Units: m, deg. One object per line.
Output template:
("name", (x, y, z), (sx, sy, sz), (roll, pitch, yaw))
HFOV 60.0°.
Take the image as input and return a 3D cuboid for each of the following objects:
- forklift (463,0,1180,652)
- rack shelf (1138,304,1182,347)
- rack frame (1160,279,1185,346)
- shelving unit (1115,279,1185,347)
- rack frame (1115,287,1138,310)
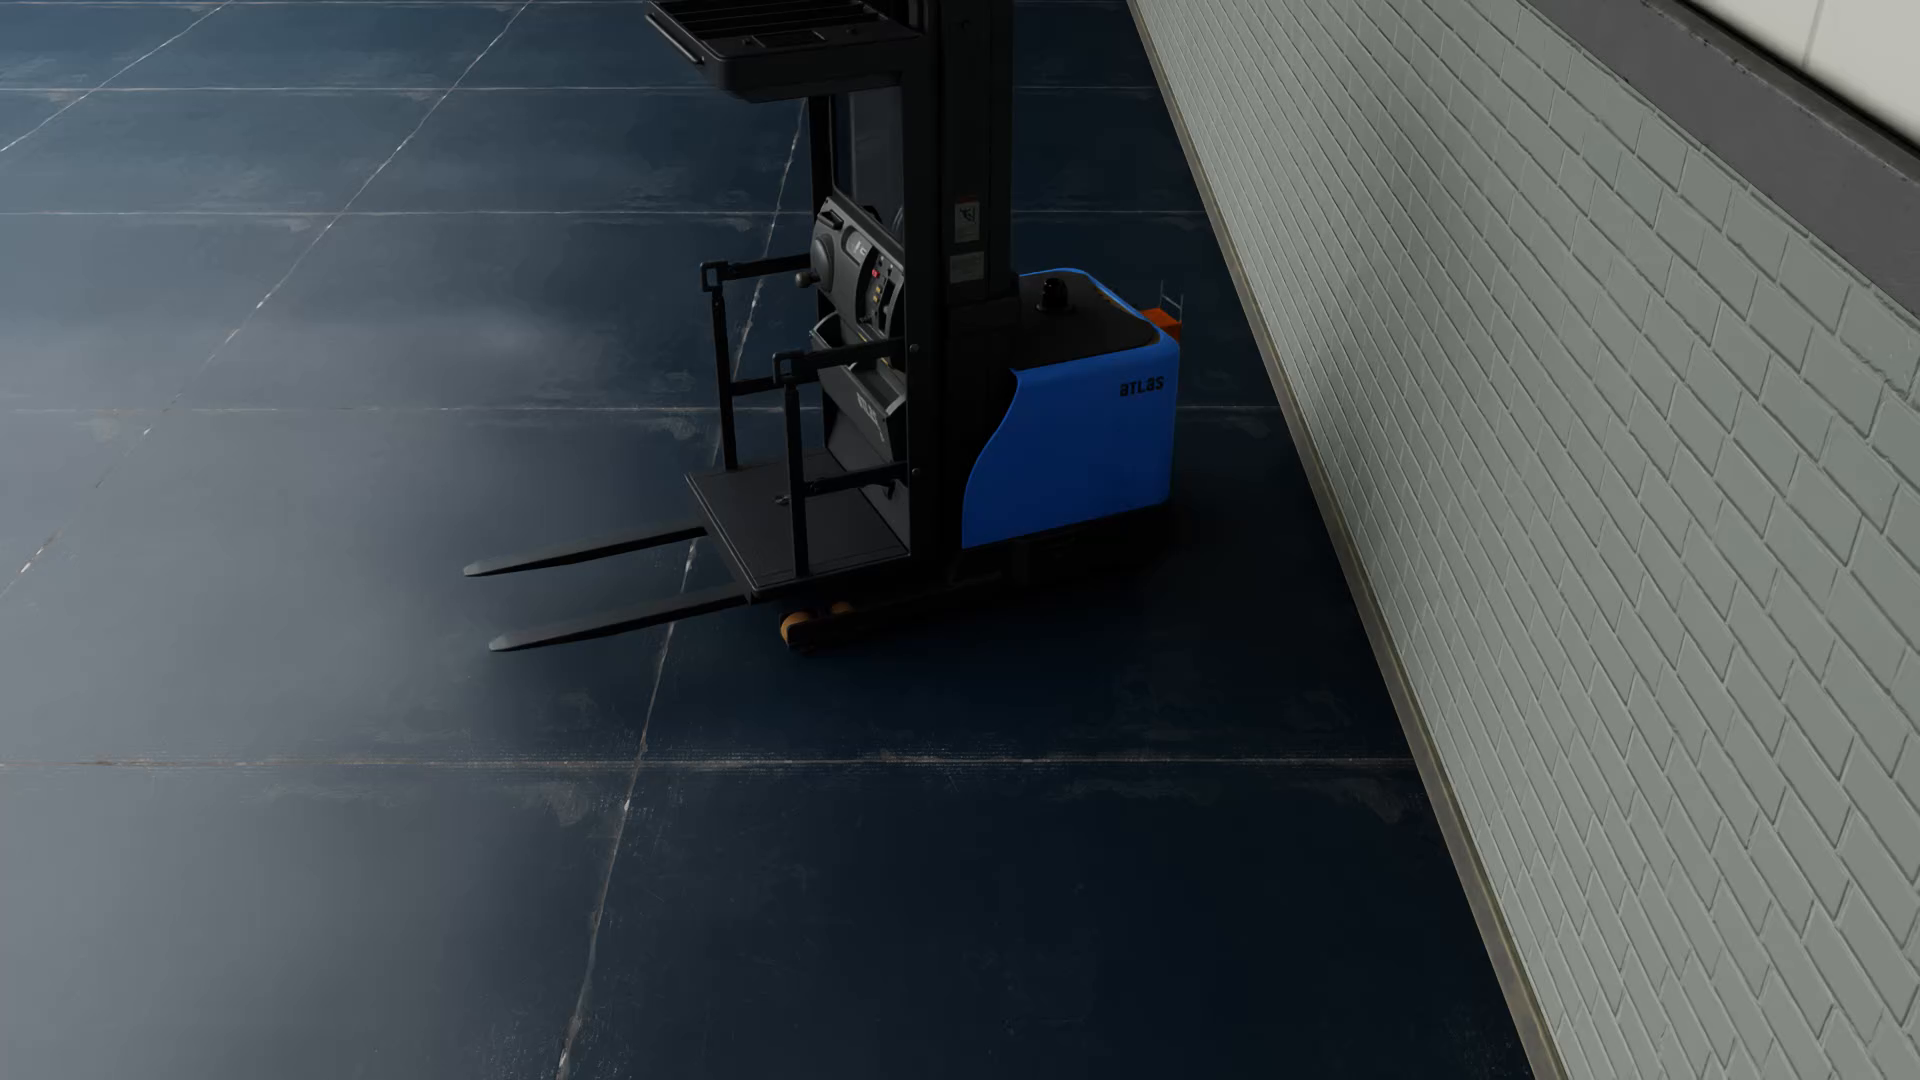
("forklift", (-0.608, -1.096, 6.731), (3.031, 2.935, 1.130), (-13, 34, -20))
("rack shelf", (0.865, -0.922, 7.729), (0.240, 0.259, 0.215), (-13, 33, -21))
("rack frame", (0.975, -0.713, 7.913), (0.008, 1.050, 0.200), (-13, 33, -21))
("shelving unit", (0.863, -0.688, 7.870), (0.252, 1.050, 0.215), (-13, 33, -21))
("rack frame", (0.752, -0.663, 7.827), (0.008, 1.050, 0.200), (-13, 33, -21))
